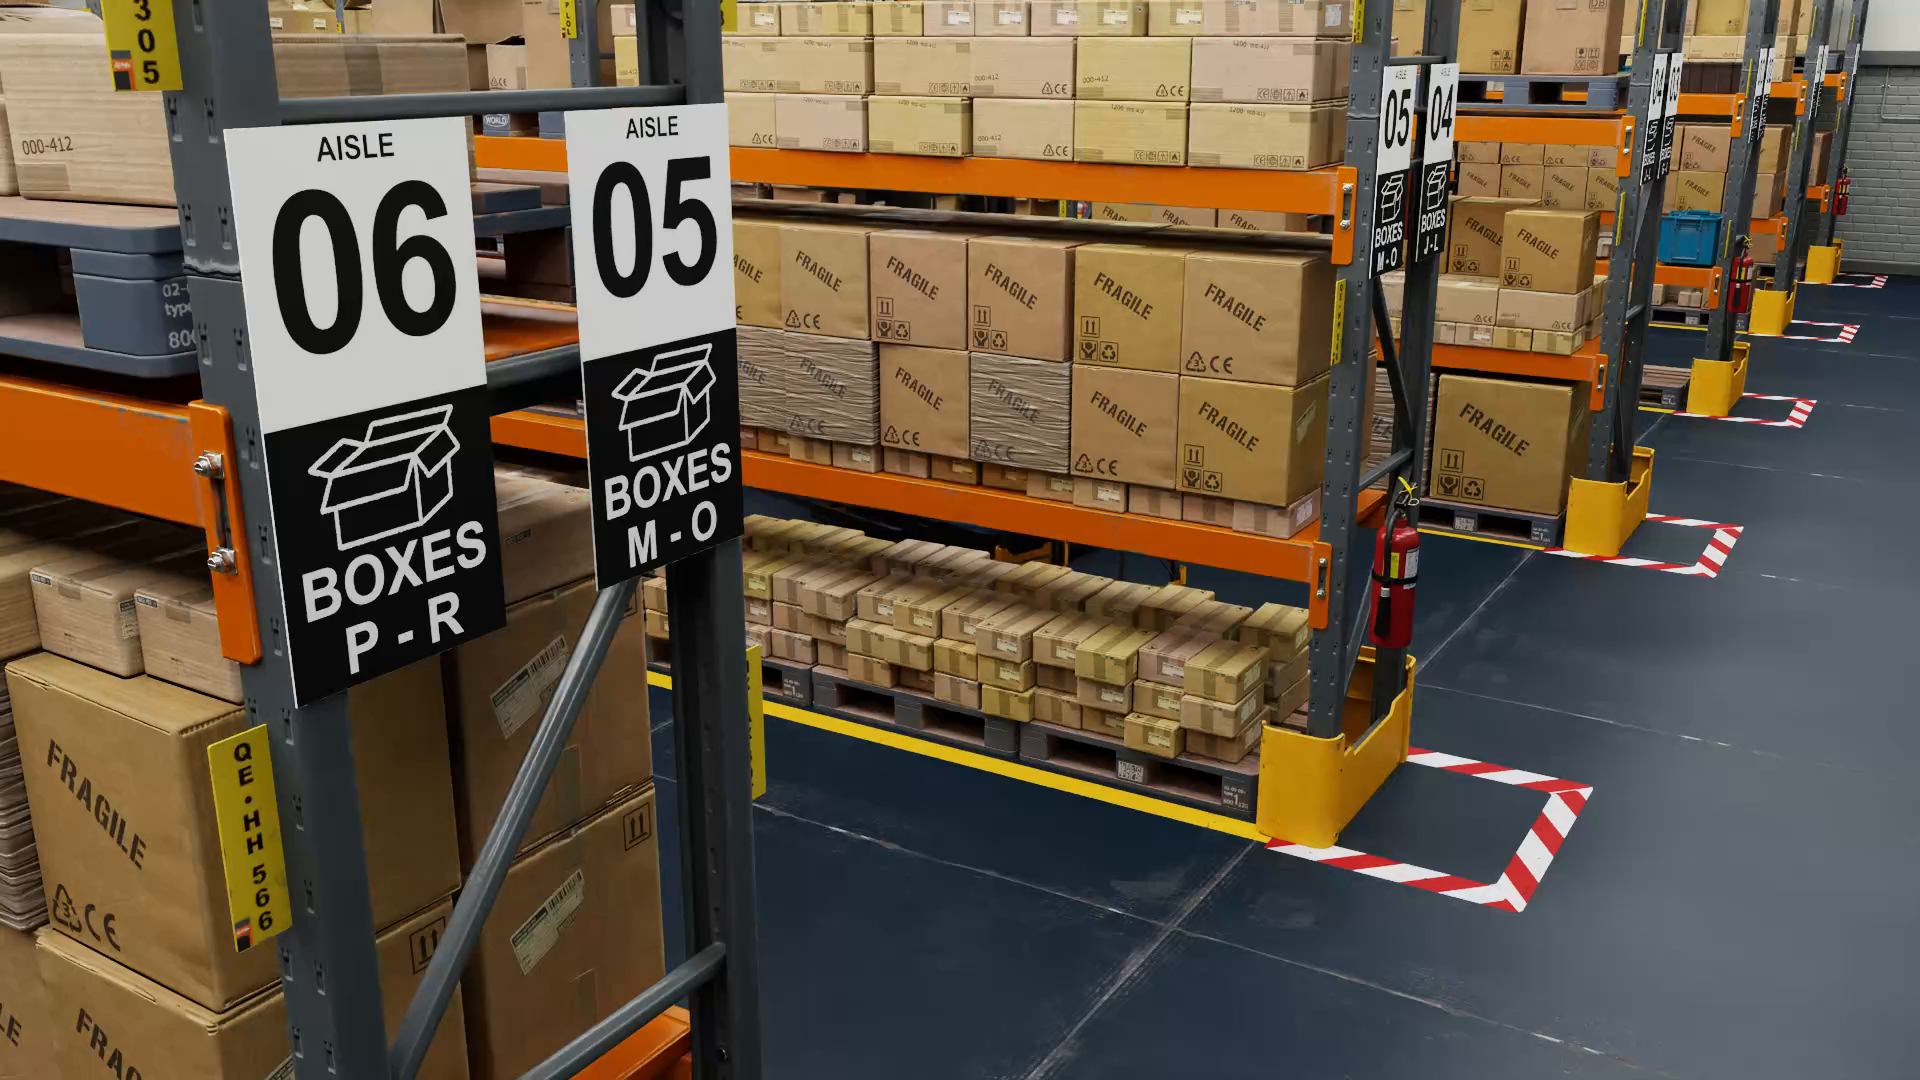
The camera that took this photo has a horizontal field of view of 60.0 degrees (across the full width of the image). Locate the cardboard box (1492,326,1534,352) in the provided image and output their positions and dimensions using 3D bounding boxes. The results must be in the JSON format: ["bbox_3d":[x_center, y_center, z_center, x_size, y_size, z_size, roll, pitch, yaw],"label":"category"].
[{"bbox_3d":[3.764,-1.380,11.195,0.250,0.149,0.380,10,20,31],"label":"cardboard box"}]

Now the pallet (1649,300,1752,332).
[{"bbox_3d":[8.905,-2.739,20.037,1.213,0.211,1.003,10,20,30],"label":"pallet"}]

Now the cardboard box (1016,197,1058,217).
[{"bbox_3d":[0.505,-2.720,13.276,0.637,0.503,0.797,10,19,29],"label":"cardboard box"}]

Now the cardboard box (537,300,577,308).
[{"bbox_3d":[-2.073,-1.262,9.060,0.250,0.149,0.380,11,20,33],"label":"cardboard box"}]

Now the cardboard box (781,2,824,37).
[{"bbox_3d":[-0.621,-2.414,7.719,0.250,0.149,0.380,9,19,28],"label":"cardboard box"}]

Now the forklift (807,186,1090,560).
[{"bbox_3d":[-0.405,-1.554,11.455,1.130,2.935,3.031,-14,22,-39],"label":"forklift"}]

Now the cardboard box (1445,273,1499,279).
[{"bbox_3d":[3.748,-1.776,11.814,0.500,0.250,0.500,10,19,29],"label":"cardboard box"}]

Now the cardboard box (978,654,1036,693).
[{"bbox_3d":[0.289,0.582,7.976,0.250,0.149,0.380,10,20,31],"label":"cardboard box"}]

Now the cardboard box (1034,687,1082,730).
[{"bbox_3d":[0.553,0.750,7.935,0.250,0.149,0.380,10,20,31],"label":"cardboard box"}]

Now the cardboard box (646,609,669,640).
[{"bbox_3d":[-1.486,0.414,9.039,0.250,0.149,0.380,9,19,28],"label":"cardboard box"}]

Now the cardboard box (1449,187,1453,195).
[{"bbox_3d":[7.449,-5.151,26.152,0.750,0.750,0.750,11,20,32],"label":"cardboard box"}]

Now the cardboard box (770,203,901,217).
[{"bbox_3d":[-0.643,-1.470,8.657,0.500,0.500,0.500,9,19,28],"label":"cardboard box"}]

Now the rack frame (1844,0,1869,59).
[{"bbox_3d":[12.239,-8.039,22.364,0.127,3.000,1.000,10,20,30],"label":"rack frame"}]

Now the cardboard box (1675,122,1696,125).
[{"bbox_3d":[8.536,-4.755,19.983,0.500,0.500,0.500,10,20,31],"label":"cardboard box"}]

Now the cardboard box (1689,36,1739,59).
[{"bbox_3d":[8.652,-5.635,19.008,0.500,0.250,0.500,10,20,30],"label":"cardboard box"}]

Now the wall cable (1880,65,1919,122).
[{"bbox_3d":[13.825,-5.694,23.218,1.851,1.984,0.084,10,20,30],"label":"wall cable"}]

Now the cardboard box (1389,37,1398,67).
[{"bbox_3d":[1.533,-2.011,7.076,0.500,0.250,0.500,10,20,31],"label":"cardboard box"}]

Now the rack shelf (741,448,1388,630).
[{"bbox_3d":[0.076,-0.235,8.233,4.000,0.370,1.077,10,20,30],"label":"rack shelf"}]

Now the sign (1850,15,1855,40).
[{"bbox_3d":[11.943,-6.857,22.247,0.005,0.325,0.100,10,20,30],"label":"sign"}]

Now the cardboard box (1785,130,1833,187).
[{"bbox_3d":[11.799,-5.387,23.439,0.700,0.700,0.980,11,20,33],"label":"cardboard box"}]

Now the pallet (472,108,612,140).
[{"bbox_3d":[-2.099,-2.349,9.117,1.003,0.211,1.213,10,20,30],"label":"pallet"}]

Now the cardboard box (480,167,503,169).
[{"bbox_3d":[-5.160,-3.646,16.469,1.000,1.000,1.000,10,20,30],"label":"cardboard box"}]

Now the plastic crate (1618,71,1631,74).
[{"bbox_3d":[6.064,-4.128,15.014,0.336,0.188,0.450,10,20,30],"label":"plastic crate"}]

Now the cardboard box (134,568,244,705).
[{"bbox_3d":[-1.135,0.124,2.802,0.250,0.149,0.380,10,20,31],"label":"cardboard box"}]

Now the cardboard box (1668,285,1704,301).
[{"bbox_3d":[8.908,-3.065,20.285,0.500,0.250,0.500,10,20,30],"label":"cardboard box"}]

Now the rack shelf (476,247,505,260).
[{"bbox_3d":[-4.060,-2.665,16.232,4.000,0.370,1.077,10,20,30],"label":"rack shelf"}]

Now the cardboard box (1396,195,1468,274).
[{"bbox_3d":[3.323,-2.211,11.955,0.500,0.500,0.500,10,19,29],"label":"cardboard box"}]

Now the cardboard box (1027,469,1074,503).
[{"bbox_3d":[0.502,-0.297,7.629,0.250,0.149,0.380,9,19,28],"label":"cardboard box"}]

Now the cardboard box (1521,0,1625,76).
[{"bbox_3d":[3.991,-3.286,10.811,0.500,0.500,0.700,9,19,27],"label":"cardboard box"}]

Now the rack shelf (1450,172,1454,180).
[{"bbox_3d":[7.126,-5.737,26.345,4.000,0.370,1.077,10,20,30],"label":"rack shelf"}]

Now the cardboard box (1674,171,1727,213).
[{"bbox_3d":[8.681,-4.068,19.440,0.500,0.500,0.500,10,20,31],"label":"cardboard box"}]

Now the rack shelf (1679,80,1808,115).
[{"bbox_3d":[7.945,-5.336,19.865,4.000,0.370,1.077,10,20,30],"label":"rack shelf"}]

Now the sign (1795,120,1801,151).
[{"bbox_3d":[9.342,-4.512,18.538,0.005,0.325,0.100,10,20,30],"label":"sign"}]

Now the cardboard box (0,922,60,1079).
[{"bbox_3d":[-1.694,0.830,3.315,0.500,0.500,0.500,10,19,29],"label":"cardboard box"}]

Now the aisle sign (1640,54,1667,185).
[{"bbox_3d":[4.366,-2.647,10.461,0.004,0.787,0.394,10,20,30],"label":"aisle sign"}]

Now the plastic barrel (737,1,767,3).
[{"bbox_3d":[-2.625,-6.192,20.581,0.708,0.901,0.600,10,20,30],"label":"plastic barrel"}]

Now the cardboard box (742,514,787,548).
[{"bbox_3d":[-1.189,-0.016,9.430,0.250,0.149,0.380,11,20,32],"label":"cardboard box"}]

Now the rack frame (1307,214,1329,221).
[{"bbox_3d":[3.644,-3.323,17.159,0.053,2.616,0.949,10,20,30],"label":"rack frame"}]

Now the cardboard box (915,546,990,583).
[{"bbox_3d":[-0.039,0.165,8.837,0.250,0.149,0.380,9,19,28],"label":"cardboard box"}]

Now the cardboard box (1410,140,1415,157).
[{"bbox_3d":[5.954,-4.926,21.542,0.500,0.500,0.700,4,17,12],"label":"cardboard box"}]

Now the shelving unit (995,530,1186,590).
[{"bbox_3d":[0.789,-0.375,10.035,0.587,1.500,1.083,-14,22,-39],"label":"shelving unit"}]

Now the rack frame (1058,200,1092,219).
[{"bbox_3d":[1.053,-2.097,13.123,0.127,3.000,1.000,10,20,30],"label":"rack frame"}]

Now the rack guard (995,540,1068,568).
[{"bbox_3d":[0.459,0.115,10.573,0.587,0.250,0.087,-14,22,-39],"label":"rack guard"}]

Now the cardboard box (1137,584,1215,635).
[{"bbox_3d":[1.066,0.357,8.203,0.250,0.149,0.380,10,20,30],"label":"cardboard box"}]

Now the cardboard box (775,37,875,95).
[{"bbox_3d":[-0.501,-2.197,7.689,0.500,0.250,0.500,11,20,31],"label":"cardboard box"}]

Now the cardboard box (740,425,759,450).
[{"bbox_3d":[-1.045,-0.591,8.598,0.250,0.149,0.380,9,19,28],"label":"cardboard box"}]

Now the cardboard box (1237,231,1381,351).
[{"bbox_3d":[1.536,-1.078,7.365,0.500,0.500,0.500,10,20,30],"label":"cardboard box"}]

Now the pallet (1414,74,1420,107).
[{"bbox_3d":[2.780,-3.177,11.670,1.213,0.211,1.003,10,20,30],"label":"pallet"}]

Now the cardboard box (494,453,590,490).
[{"bbox_3d":[-2.396,-0.298,9.490,0.500,0.250,0.500,10,19,29],"label":"cardboard box"}]

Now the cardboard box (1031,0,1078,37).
[{"bbox_3d":[0.499,-2.214,7.060,0.250,0.149,0.380,10,19,29],"label":"cardboard box"}]

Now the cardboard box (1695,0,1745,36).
[{"bbox_3d":[8.821,-6.074,19.163,0.500,0.500,0.700,10,20,30],"label":"cardboard box"}]

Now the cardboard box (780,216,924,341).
[{"bbox_3d":[-0.509,-1.264,7.977,0.500,0.500,0.500,10,20,31],"label":"cardboard box"}]

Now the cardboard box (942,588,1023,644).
[{"bbox_3d":[0.113,0.375,8.143,0.250,0.149,0.380,9,19,28],"label":"cardboard box"}]

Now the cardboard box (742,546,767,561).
[{"bbox_3d":[-1.240,0.155,8.869,0.250,0.149,0.380,11,20,33],"label":"cardboard box"}]

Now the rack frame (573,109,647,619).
[{"bbox_3d":[-1.629,-0.884,9.130,0.127,3.000,1.000,10,20,30],"label":"rack frame"}]
